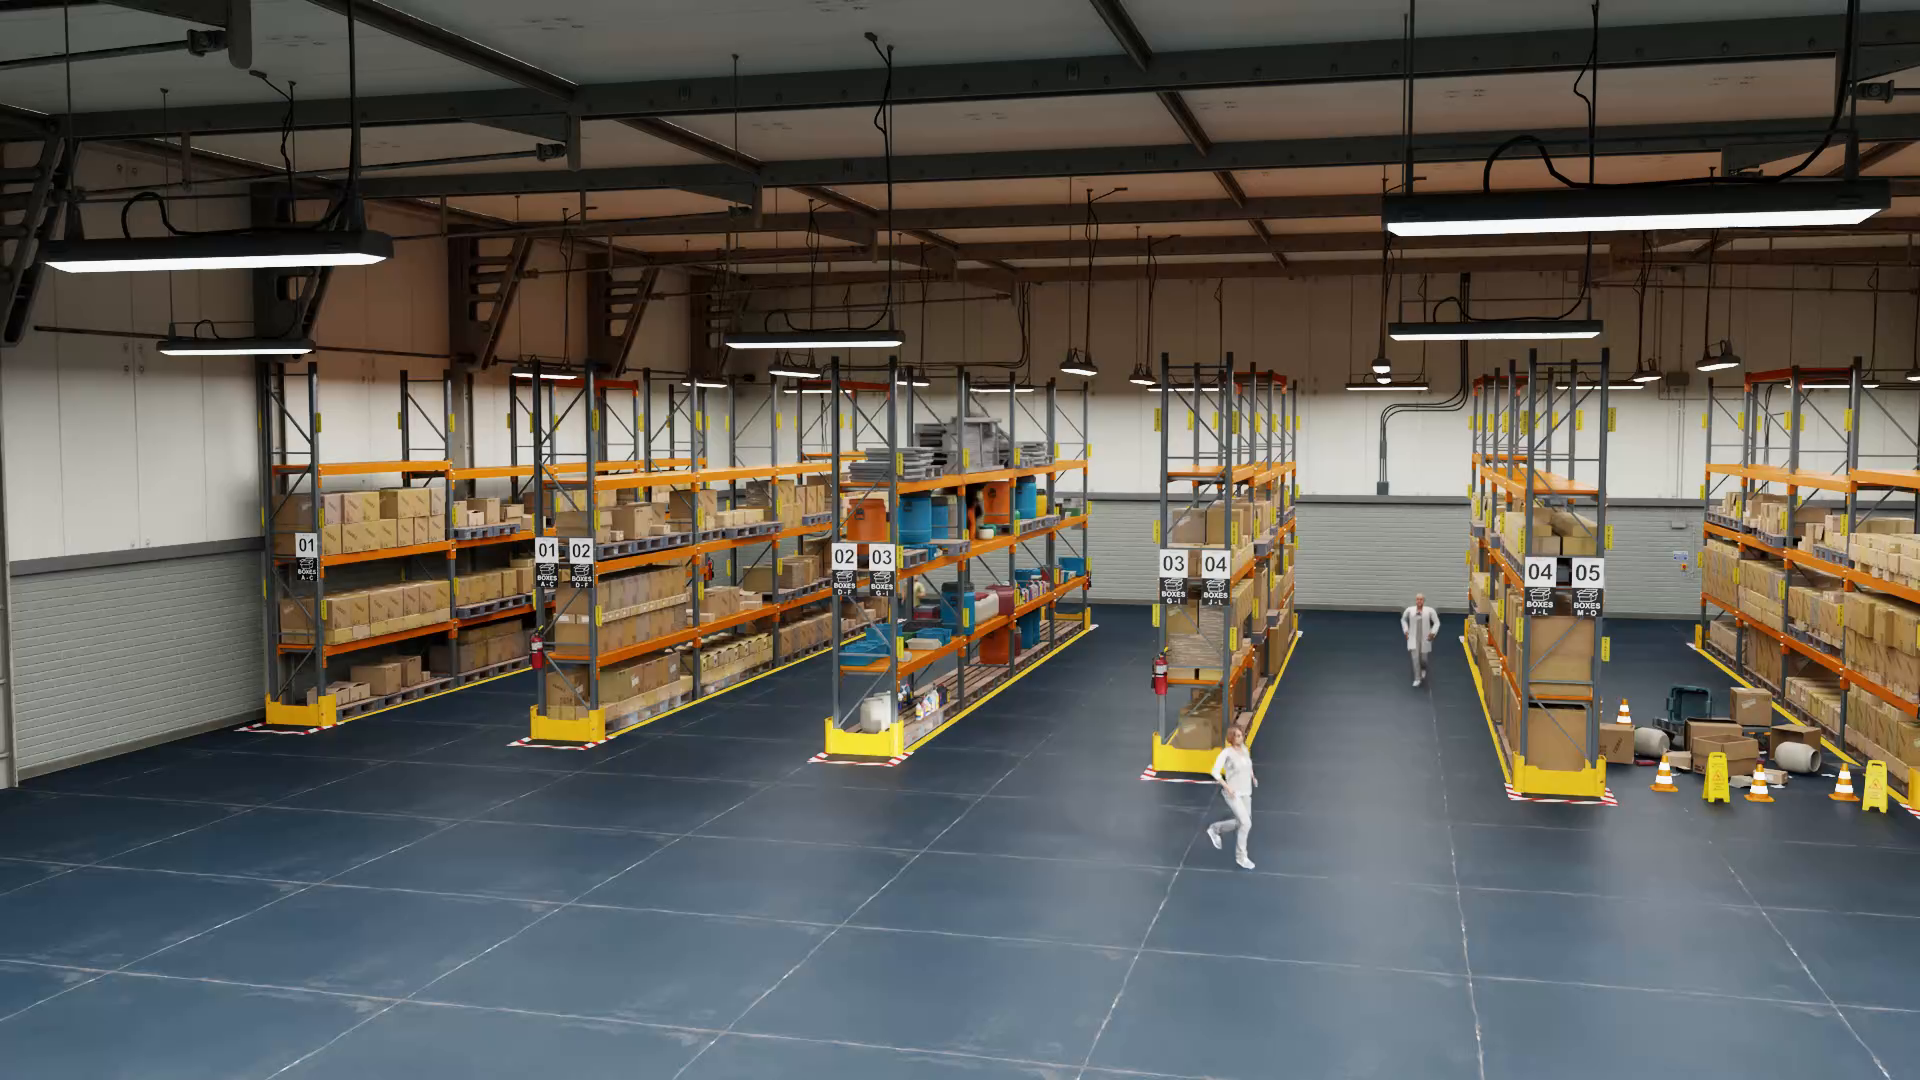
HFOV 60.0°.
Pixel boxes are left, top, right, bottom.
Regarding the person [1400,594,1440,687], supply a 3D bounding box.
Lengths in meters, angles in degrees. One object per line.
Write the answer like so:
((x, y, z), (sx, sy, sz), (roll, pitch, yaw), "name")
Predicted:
((8.810, 1.899, 31.864), (0.731, 1.755, 0.817), (1, 4, 17), "person")

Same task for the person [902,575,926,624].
((-1.048, 1.531, 37.282), (0.564, 1.663, 0.929), (0, 4, 5), "person")

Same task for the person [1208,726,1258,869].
((3.099, 2.906, 18.916), (0.534, 1.569, 0.669), (-3, 5, -40), "person")
